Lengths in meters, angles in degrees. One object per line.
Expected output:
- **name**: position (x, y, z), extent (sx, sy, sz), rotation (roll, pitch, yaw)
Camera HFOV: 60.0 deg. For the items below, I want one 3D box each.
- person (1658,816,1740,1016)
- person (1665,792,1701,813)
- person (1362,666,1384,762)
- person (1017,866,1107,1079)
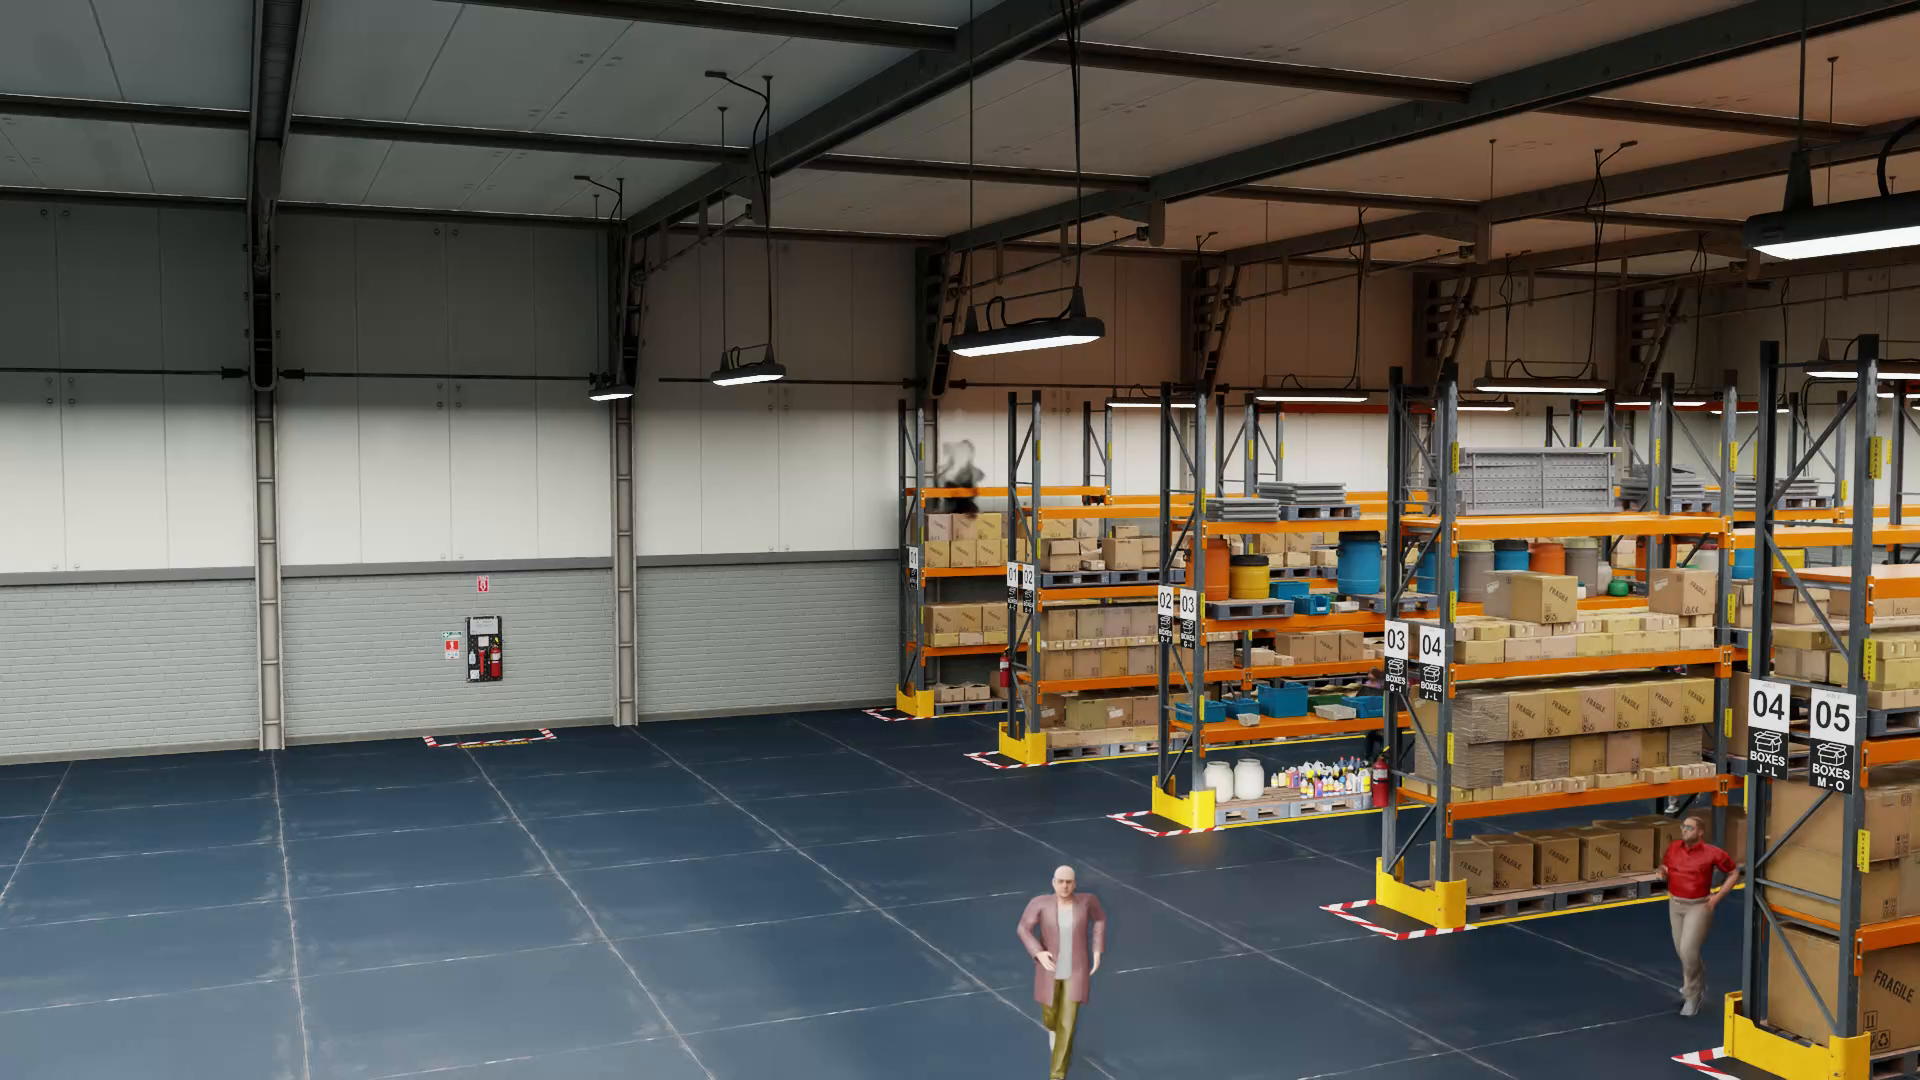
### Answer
- **person**: position (6.682, 3.429, 15.209), extent (0.695, 1.824, 0.657), rotation (-2, 4, -28)
- **person**: position (10.094, 3.022, 23.271), extent (0.666, 1.552, 0.541), rotation (-2, 4, -33)
- **person**: position (6.607, 2.820, 26.461), extent (0.877, 1.580, 0.538), rotation (-2, 4, -34)
- **person**: position (0.826, 3.495, 13.472), extent (0.735, 1.771, 1.050), rotation (0, 3, 2)
